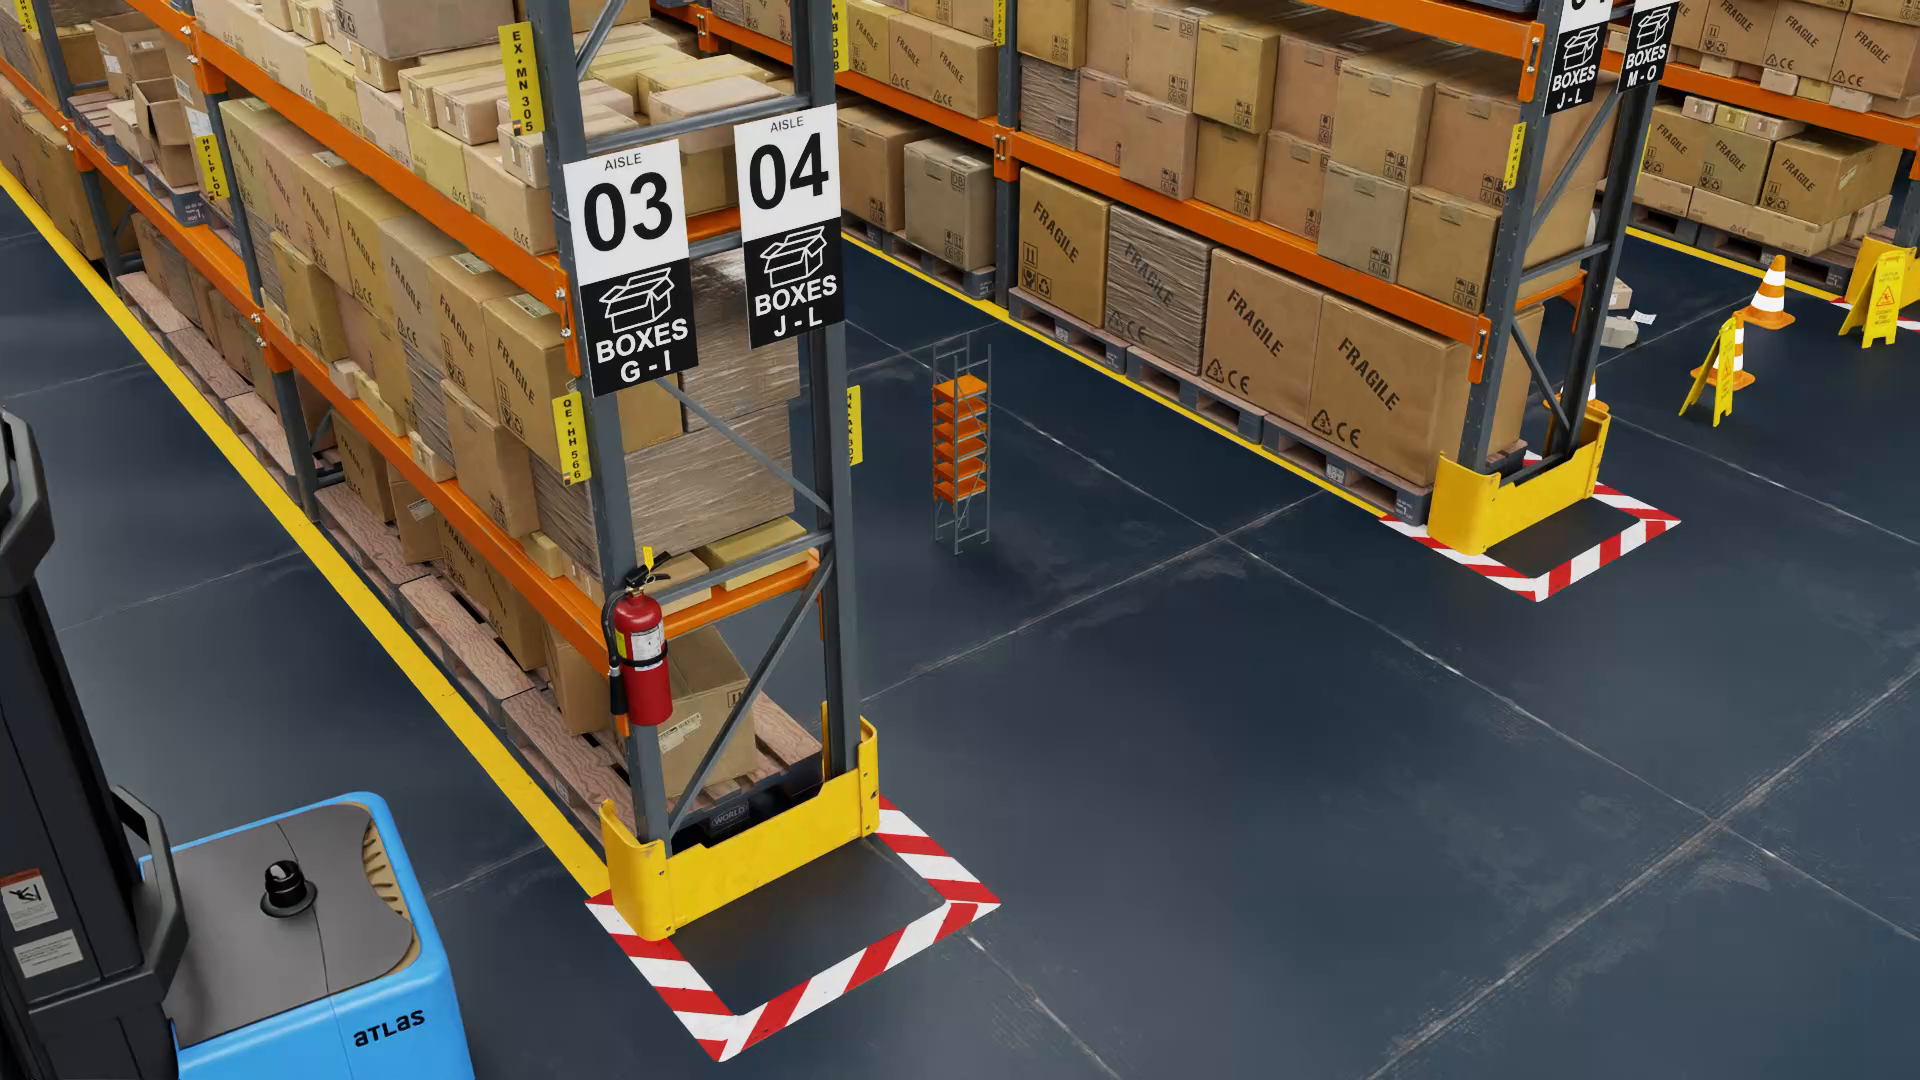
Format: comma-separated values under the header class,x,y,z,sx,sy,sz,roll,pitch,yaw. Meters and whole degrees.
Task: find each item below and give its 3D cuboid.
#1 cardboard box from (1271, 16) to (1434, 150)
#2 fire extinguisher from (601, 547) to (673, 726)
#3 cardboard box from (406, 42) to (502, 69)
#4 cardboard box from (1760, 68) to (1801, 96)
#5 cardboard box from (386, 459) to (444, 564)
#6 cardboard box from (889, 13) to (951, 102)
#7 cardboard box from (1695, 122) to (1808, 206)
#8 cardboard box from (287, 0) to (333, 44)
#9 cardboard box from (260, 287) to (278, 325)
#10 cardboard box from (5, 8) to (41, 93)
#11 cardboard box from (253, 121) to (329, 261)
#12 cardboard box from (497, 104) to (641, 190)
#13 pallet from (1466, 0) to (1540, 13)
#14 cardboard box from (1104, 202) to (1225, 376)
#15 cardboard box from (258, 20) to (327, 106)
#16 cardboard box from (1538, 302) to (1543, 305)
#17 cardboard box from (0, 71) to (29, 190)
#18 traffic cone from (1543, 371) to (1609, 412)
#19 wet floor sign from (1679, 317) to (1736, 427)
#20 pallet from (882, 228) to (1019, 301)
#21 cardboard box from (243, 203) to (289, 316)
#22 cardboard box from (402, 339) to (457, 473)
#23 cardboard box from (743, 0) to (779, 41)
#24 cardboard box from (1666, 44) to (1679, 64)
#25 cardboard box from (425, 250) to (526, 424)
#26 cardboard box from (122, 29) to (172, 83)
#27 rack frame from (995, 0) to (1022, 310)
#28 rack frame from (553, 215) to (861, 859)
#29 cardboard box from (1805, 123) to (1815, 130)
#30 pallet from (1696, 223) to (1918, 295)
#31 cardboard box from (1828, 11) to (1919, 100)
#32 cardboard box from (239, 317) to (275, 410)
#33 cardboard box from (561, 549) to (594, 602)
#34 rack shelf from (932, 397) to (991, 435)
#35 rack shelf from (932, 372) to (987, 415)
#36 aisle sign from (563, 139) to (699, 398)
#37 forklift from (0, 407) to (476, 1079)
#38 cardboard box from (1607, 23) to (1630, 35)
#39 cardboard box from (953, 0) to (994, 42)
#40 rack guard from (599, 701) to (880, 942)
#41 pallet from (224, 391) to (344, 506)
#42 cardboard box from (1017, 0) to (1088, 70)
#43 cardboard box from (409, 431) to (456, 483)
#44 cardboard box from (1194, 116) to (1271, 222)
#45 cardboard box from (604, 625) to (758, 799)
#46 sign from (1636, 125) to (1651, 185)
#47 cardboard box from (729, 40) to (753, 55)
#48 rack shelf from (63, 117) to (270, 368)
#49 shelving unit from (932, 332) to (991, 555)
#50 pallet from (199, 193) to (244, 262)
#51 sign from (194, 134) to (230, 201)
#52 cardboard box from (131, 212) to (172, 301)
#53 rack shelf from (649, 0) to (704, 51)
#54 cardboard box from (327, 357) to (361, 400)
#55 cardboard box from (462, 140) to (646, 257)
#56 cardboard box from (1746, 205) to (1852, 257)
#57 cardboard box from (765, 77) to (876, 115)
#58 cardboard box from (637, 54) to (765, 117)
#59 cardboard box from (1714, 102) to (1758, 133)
class,x,y,z,sx,sy,sz,roll,pitch,yaw
cardboard box,2.293,-2.610,9.443,0.875,0.550,0.550,-22,38,-31
fire extinguisher,-1.138,0.349,5.919,0.296,0.674,0.183,-22,38,-31
cardboard box,-1.808,-1.741,6.131,0.380,0.149,0.250,-22,38,-31
cardboard box,6.021,-3.348,12.036,0.380,0.149,0.250,-22,38,-31
cardboard box,-2.726,-0.249,8.778,0.500,0.500,0.500,-11,33,-16
cardboard box,-0.158,-3.495,11.939,0.500,0.500,0.500,-23,38,-32
cardboard box,5.964,-2.882,12.544,0.500,0.500,0.500,-21,37,-30
cardboard box,-2.511,-2.161,6.808,0.380,0.149,0.250,-23,39,-32
cardboard box,-3.402,-1.254,8.665,0.380,0.149,0.250,-22,38,-31
cardboard box,-6.549,-3.593,12.097,0.500,0.500,0.500,-23,38,-32
cardboard box,-2.914,-1.664,7.761,0.500,0.500,0.500,-22,38,-31
cardboard box,-1.261,-1.275,5.382,0.380,0.149,0.250,-22,38,-31
pallet,2.673,-2.986,8.455,1.003,0.211,1.213,-22,38,-31
cardboard box,1.569,-1.727,10.804,0.875,0.875,0.875,-22,38,-31
cardboard box,-2.598,-2.059,7.021,0.500,0.250,0.500,-24,39,-33
cardboard box,3.907,-1.940,11.896,0.637,0.503,0.797,6,32,10
cardboard box,-7.245,-3.525,13.699,1.225,0.875,0.875,-24,39,-33
traffic cone,3.932,-1.047,10.496,0.336,0.463,0.334,-22,38,-31
wet floor sign,4.718,-1.072,10.364,0.232,0.644,0.267,26,40,35
pallet,0.151,-2.223,12.629,1.003,0.211,1.213,-22,38,-31
cardboard box,-3.070,-1.509,8.460,0.875,0.500,0.500,-22,38,-31
cardboard box,-1.833,-0.680,7.125,0.875,0.500,0.500,-22,38,-31
cardboard box,-1.393,-4.335,13.291,0.500,0.500,0.500,-23,38,-32
cardboard box,5.425,-3.780,12.732,0.380,0.149,0.250,-22,38,-32
cardboard box,-1.687,-0.830,6.419,0.500,0.500,0.500,-22,38,-31
cardboard box,-4.965,-3.023,10.782,0.700,0.500,0.500,-16,35,-25
rack frame,0.683,-3.111,11.415,1.000,3.000,0.127,-22,38,-31
rack frame,-0.844,0.119,6.215,1.000,3.000,0.127,-22,38,-31
cardboard box,6.369,-3.068,12.844,0.500,0.500,0.500,-24,39,-33
pallet,6.467,-2.284,12.728,1.003,0.211,1.213,-22,38,-31
cardboard box,6.434,-3.393,11.493,0.500,0.500,0.500,-23,39,-32
cardboard box,-3.934,-1.141,10.196,0.700,0.500,0.500,-23,38,-32
cardboard box,-1.334,0.069,6.533,0.380,0.149,0.250,-22,38,-31
rack shelf,0.009,-0.670,8.821,0.258,0.103,0.180,-22,38,-31
rack shelf,0.009,-0.772,8.757,0.258,0.103,0.180,-22,38,-31
aisle sign,-1.043,-0.862,5.331,0.394,0.787,0.004,-22,38,-31
forklift,-3.119,1.124,4.662,3.031,2.935,1.130,-16,35,-24
cardboard box,5.205,-4.234,12.848,0.500,0.500,0.500,-23,38,-32
cardboard box,0.374,-3.783,11.455,0.700,0.500,0.500,-23,39,-32
rack guard,-0.890,1.149,6.926,1.175,0.500,0.348,-22,38,-31
pallet,-3.775,-0.687,10.157,1.003,0.211,1.213,-22,38,-31
cardboard box,0.882,-3.468,10.825,0.875,0.550,0.550,-22,38,-31
cardboard box,-2.184,-0.417,7.317,0.380,0.149,0.250,-22,38,-31
cardboard box,1.916,-2.351,10.050,0.875,0.550,0.500,-22,38,-31
cardboard box,-1.213,0.737,7.192,0.500,0.500,0.500,-15,35,-23
sign,3.578,-2.022,8.767,0.100,0.325,0.005,-22,38,-31
cardboard box,-2.001,-4.578,15.039,0.500,0.250,0.500,-24,39,-33
rack shelf,-4.523,-2.076,10.431,1.077,0.370,4.000,-22,38,-31
shelving unit,0.009,-0.504,8.924,0.258,1.200,0.189,-22,38,-31
pallet,-3.650,-1.832,9.539,1.003,0.211,1.213,-22,38,-31
sign,-3.733,-1.859,8.302,0.100,0.325,0.005,-22,38,-31
cardboard box,-5.323,-2.067,11.688,0.700,0.500,0.500,-25,39,-34
rack shelf,-2.996,-5.306,15.631,1.077,0.370,4.000,-22,38,-31
cardboard box,-2.803,-0.832,7.985,0.380,0.149,0.250,-22,38,-31
cardboard box,-1.340,-1.210,5.655,0.500,0.250,0.500,-21,38,-30
cardboard box,6.261,-2.357,12.410,0.500,0.250,0.500,-22,38,-32
cardboard box,-0.928,-3.354,13.542,1.050,0.750,0.750,-22,38,-31
cardboard box,-0.913,-1.590,5.888,0.380,0.149,0.250,-21,38,-30
cardboard box,5.857,-3.178,12.407,0.380,0.149,0.250,-22,38,-31
